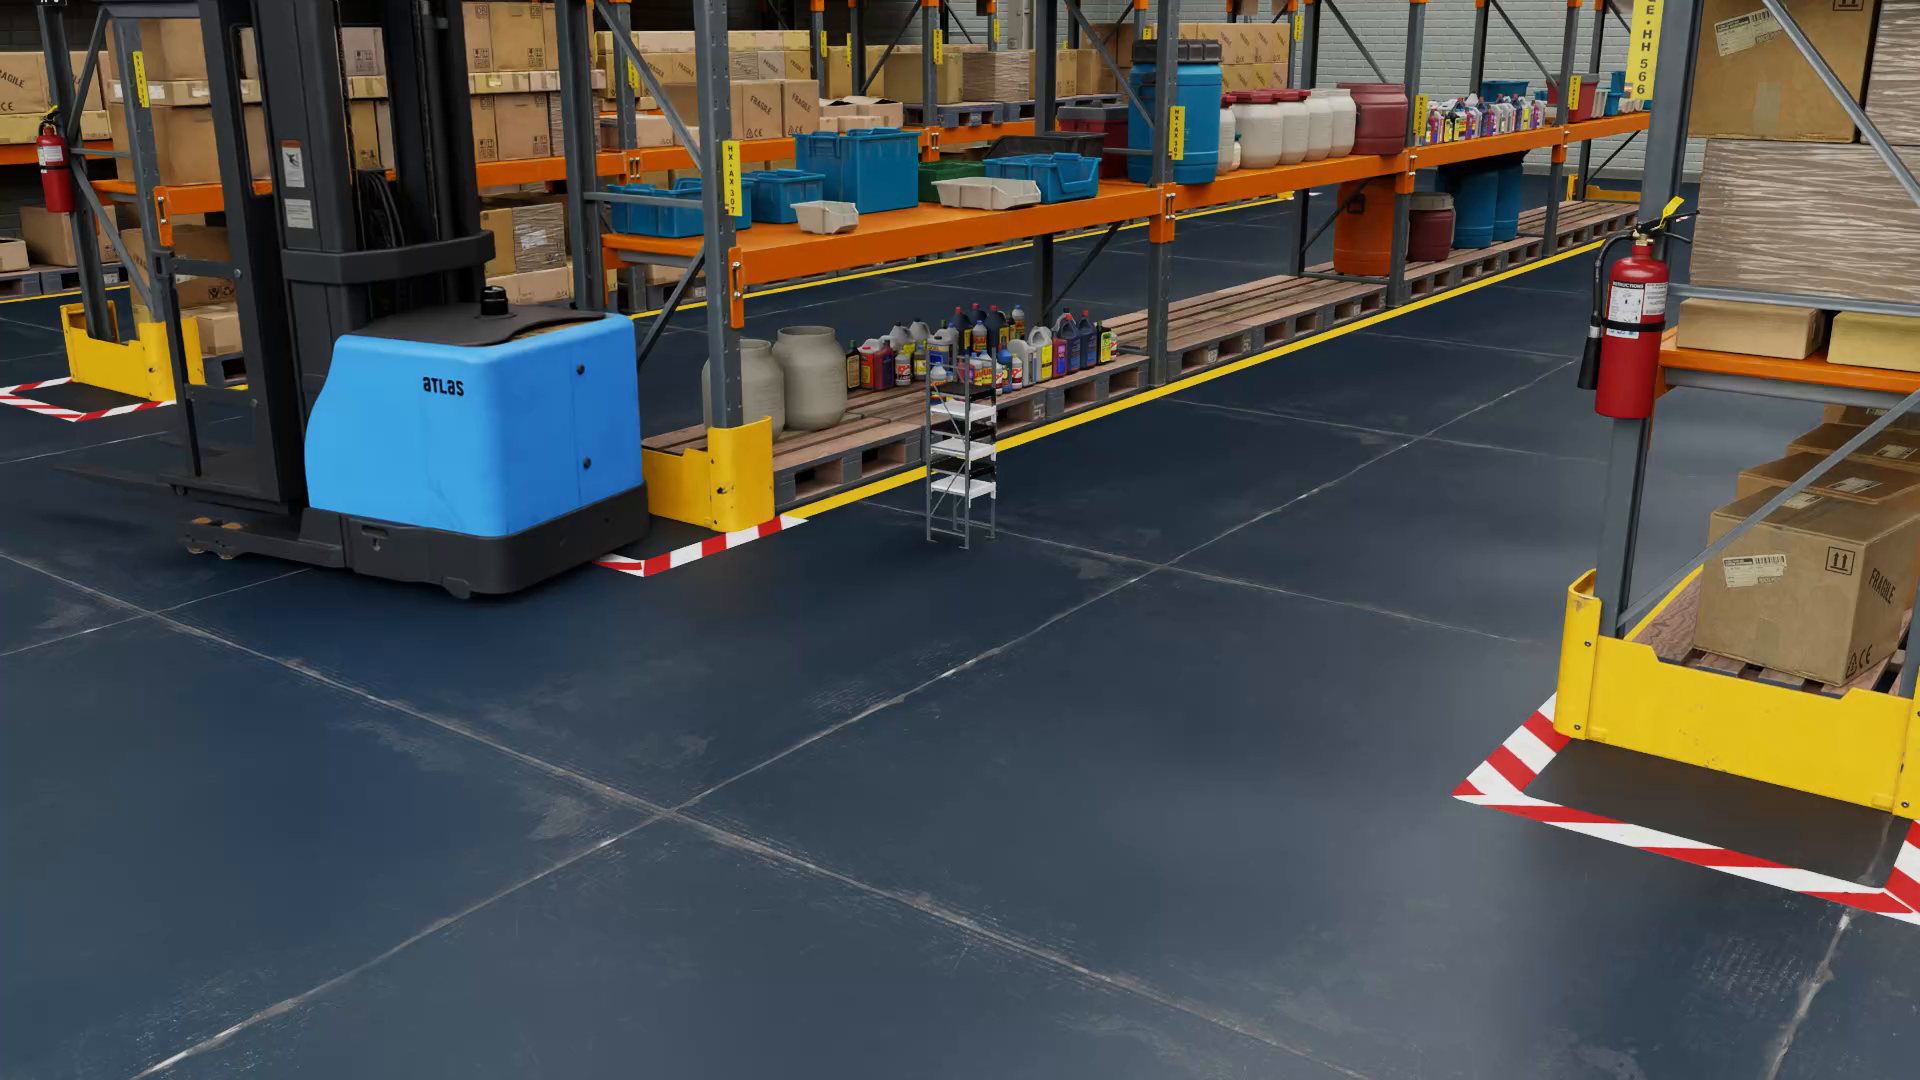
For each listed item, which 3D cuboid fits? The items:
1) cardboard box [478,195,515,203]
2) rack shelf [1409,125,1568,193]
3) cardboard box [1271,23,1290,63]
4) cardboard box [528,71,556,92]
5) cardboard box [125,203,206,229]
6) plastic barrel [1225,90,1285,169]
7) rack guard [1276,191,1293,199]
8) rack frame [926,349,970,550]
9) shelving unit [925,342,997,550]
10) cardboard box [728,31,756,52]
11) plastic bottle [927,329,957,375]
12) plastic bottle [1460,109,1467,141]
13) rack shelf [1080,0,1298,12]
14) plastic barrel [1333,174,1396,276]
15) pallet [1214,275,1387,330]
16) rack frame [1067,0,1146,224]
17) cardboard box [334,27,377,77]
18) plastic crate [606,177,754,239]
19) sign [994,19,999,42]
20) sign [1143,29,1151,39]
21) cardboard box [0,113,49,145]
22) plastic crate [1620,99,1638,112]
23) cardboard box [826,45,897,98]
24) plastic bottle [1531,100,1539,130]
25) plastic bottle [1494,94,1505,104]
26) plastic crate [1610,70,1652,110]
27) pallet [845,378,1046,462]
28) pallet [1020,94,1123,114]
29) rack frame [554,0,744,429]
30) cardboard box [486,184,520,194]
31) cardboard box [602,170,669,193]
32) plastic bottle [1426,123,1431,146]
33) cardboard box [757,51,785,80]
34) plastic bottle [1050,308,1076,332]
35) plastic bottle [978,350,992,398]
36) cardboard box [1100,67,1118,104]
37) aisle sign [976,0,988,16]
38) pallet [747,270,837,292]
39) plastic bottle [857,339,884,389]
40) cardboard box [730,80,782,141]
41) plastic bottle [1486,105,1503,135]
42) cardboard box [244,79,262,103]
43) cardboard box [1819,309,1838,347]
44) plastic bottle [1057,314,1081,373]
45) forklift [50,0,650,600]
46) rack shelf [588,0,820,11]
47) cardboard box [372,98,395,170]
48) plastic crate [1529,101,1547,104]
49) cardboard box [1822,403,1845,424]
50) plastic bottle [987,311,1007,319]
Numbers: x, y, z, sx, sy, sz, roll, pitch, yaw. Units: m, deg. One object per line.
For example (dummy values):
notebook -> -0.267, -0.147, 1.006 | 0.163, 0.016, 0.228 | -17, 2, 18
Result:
cardboard box -> -3.866, -2.477, 13.325 | 0.500, 0.500, 0.500 | 12, 21, 35
rack shelf -> 4.504, -3.616, 15.543 | 1.077, 0.370, 4.000 | 12, 21, 35
cardboard box -> 4.059, -6.636, 22.199 | 0.500, 0.500, 0.500 | 12, 21, 34
cardboard box -> -3.339, -3.540, 12.824 | 0.380, 0.149, 0.250 | 12, 21, 33
cardboard box -> -7.613, -3.043, 15.959 | 0.500, 0.500, 0.500 | 11, 20, 31
plastic barrel -> 2.113, -2.959, 11.986 | 0.433, 0.535, 0.433 | 0, 17, 0
rack guard -> 4.058, -5.053, 23.173 | 1.175, 0.500, 0.348 | 12, 21, 35
rack frame -> -0.056, -0.407, 7.539 | 0.240, 0.900, 0.006 | 12, 21, 35
shelving unit -> 0.005, -0.432, 7.617 | 0.258, 0.900, 0.210 | 12, 21, 35
cardboard box -> -2.950, -6.346, 21.153 | 0.500, 0.250, 0.500 | 13, 21, 36
plastic bottle -> -0.117, -1.155, 10.255 | 0.152, 0.276, 0.135 | 12, 21, 35
plastic bottle -> 4.472, -3.711, 14.852 | 0.097, 0.271, 0.097 | 0, 17, 0
rack shelf -> 2.912, -6.878, 20.988 | 1.077, 0.370, 4.000 | 12, 21, 35
plastic barrel -> 3.591, -2.767, 14.547 | 0.600, 0.830, 0.708 | 12, 21, 35
pallet -> 2.820, -1.974, 13.744 | 1.003, 0.211, 1.213 | 12, 21, 35
rack frame -> 1.720, -5.312, 19.792 | 1.000, 3.000, 0.127 | 12, 21, 35
cardboard box -> -4.501, -3.489, 11.566 | 0.700, 0.500, 0.500 | 13, 21, 35
plastic crate -> -1.396, -1.679, 8.343 | 0.499, 0.251, 0.616 | 12, 21, 35
sign -> 0.550, -7.706, 25.150 | 0.100, 0.325, 0.005 | 12, 21, 35
sign -> 2.168, -5.768, 19.307 | 0.100, 0.325, 0.005 | 12, 21, 35
cardboard box -> -8.258, -3.573, 14.411 | 0.500, 0.250, 0.500 | 12, 21, 34
plastic crate -> 7.555, -4.999, 19.126 | 0.396, 0.136, 0.243 | 12, 21, 35
cardboard box -> -1.485, -6.629, 23.527 | 0.980, 0.700, 0.700 | 12, 21, 33
plastic bottle -> 5.620, -4.166, 16.298 | 0.061, 0.283, 0.133 | 12, 21, 35
plastic bottle -> 5.185, -4.117, 16.027 | 0.144, 0.351, 0.185 | 12, 21, 35
plastic crate -> 8.030, -5.322, 19.661 | 0.616, 0.435, 0.499 | 12, 21, 35
pallet -> -0.231, -0.754, 9.817 | 1.003, 0.211, 1.213 | 12, 21, 35
pallet -> 1.156, -5.049, 19.270 | 1.003, 0.211, 1.213 | 12, 21, 35
rack frame -> -1.454, -1.578, 7.767 | 1.000, 3.000, 0.127 | 12, 21, 35
cardboard box -> -5.431, -3.967, 18.935 | 0.700, 0.500, 0.500 | 12, 21, 35
cardboard box -> -4.100, -4.560, 20.286 | 0.750, 0.750, 0.750 | 12, 21, 34
plastic bottle -> 3.979, -3.480, 14.228 | 0.097, 0.201, 0.097 | 0, 17, 0
cardboard box -> -2.629, -6.108, 21.652 | 0.500, 0.500, 0.500 | 13, 21, 35
plastic bottle -> 0.661, -1.297, 10.587 | 0.144, 0.351, 0.185 | 12, 21, 35
plastic bottle -> 0.140, -0.967, 9.659 | 0.097, 0.271, 0.097 | 0, 17, 0
cardboard box -> 1.812, -5.524, 20.307 | 0.500, 0.500, 0.500 | 13, 21, 36
aisle sign -> 0.407, -8.345, 25.175 | 0.394, 0.787, 0.004 | 12, 21, 35
pallet -> -1.912, -2.549, 15.597 | 1.003, 0.211, 1.213 | 12, 21, 35
plastic bottle -> -0.540, -1.057, 9.941 | 0.152, 0.276, 0.135 | 13, 21, 35
cardboard box -> -1.963, -3.879, 15.010 | 0.500, 0.500, 0.500 | 12, 21, 35
plastic bottle -> 4.984, -3.931, 15.555 | 0.152, 0.276, 0.135 | 12, 21, 35
cardboard box -> -4.718, -2.990, 11.050 | 0.380, 0.149, 0.250 | 13, 21, 35
cardboard box -> 2.677, -0.746, 5.513 | 0.380, 0.149, 0.250 | 12, 21, 35
plastic bottle -> 0.663, -1.226, 10.357 | 0.144, 0.351, 0.185 | 11, 20, 32
forklift -> -2.971, -1.439, 7.434 | 3.031, 2.935, 1.130 | 8, 19, 25
rack shelf -> -3.452, -6.799, 20.736 | 1.077, 0.370, 4.000 | 12, 21, 35
cardboard box -> -4.221, -2.980, 12.113 | 0.700, 0.500, 0.500 | 13, 22, 36
plastic crate -> 6.492, -4.807, 18.508 | 0.293, 0.136, 0.466 | 12, 21, 35
cardboard box -> 4.301, -0.436, 7.597 | 0.500, 0.500, 0.500 | -12, 21, -33
plastic bottle -> 0.217, -1.360, 10.915 | 0.152, 0.276, 0.135 | 13, 22, 37
